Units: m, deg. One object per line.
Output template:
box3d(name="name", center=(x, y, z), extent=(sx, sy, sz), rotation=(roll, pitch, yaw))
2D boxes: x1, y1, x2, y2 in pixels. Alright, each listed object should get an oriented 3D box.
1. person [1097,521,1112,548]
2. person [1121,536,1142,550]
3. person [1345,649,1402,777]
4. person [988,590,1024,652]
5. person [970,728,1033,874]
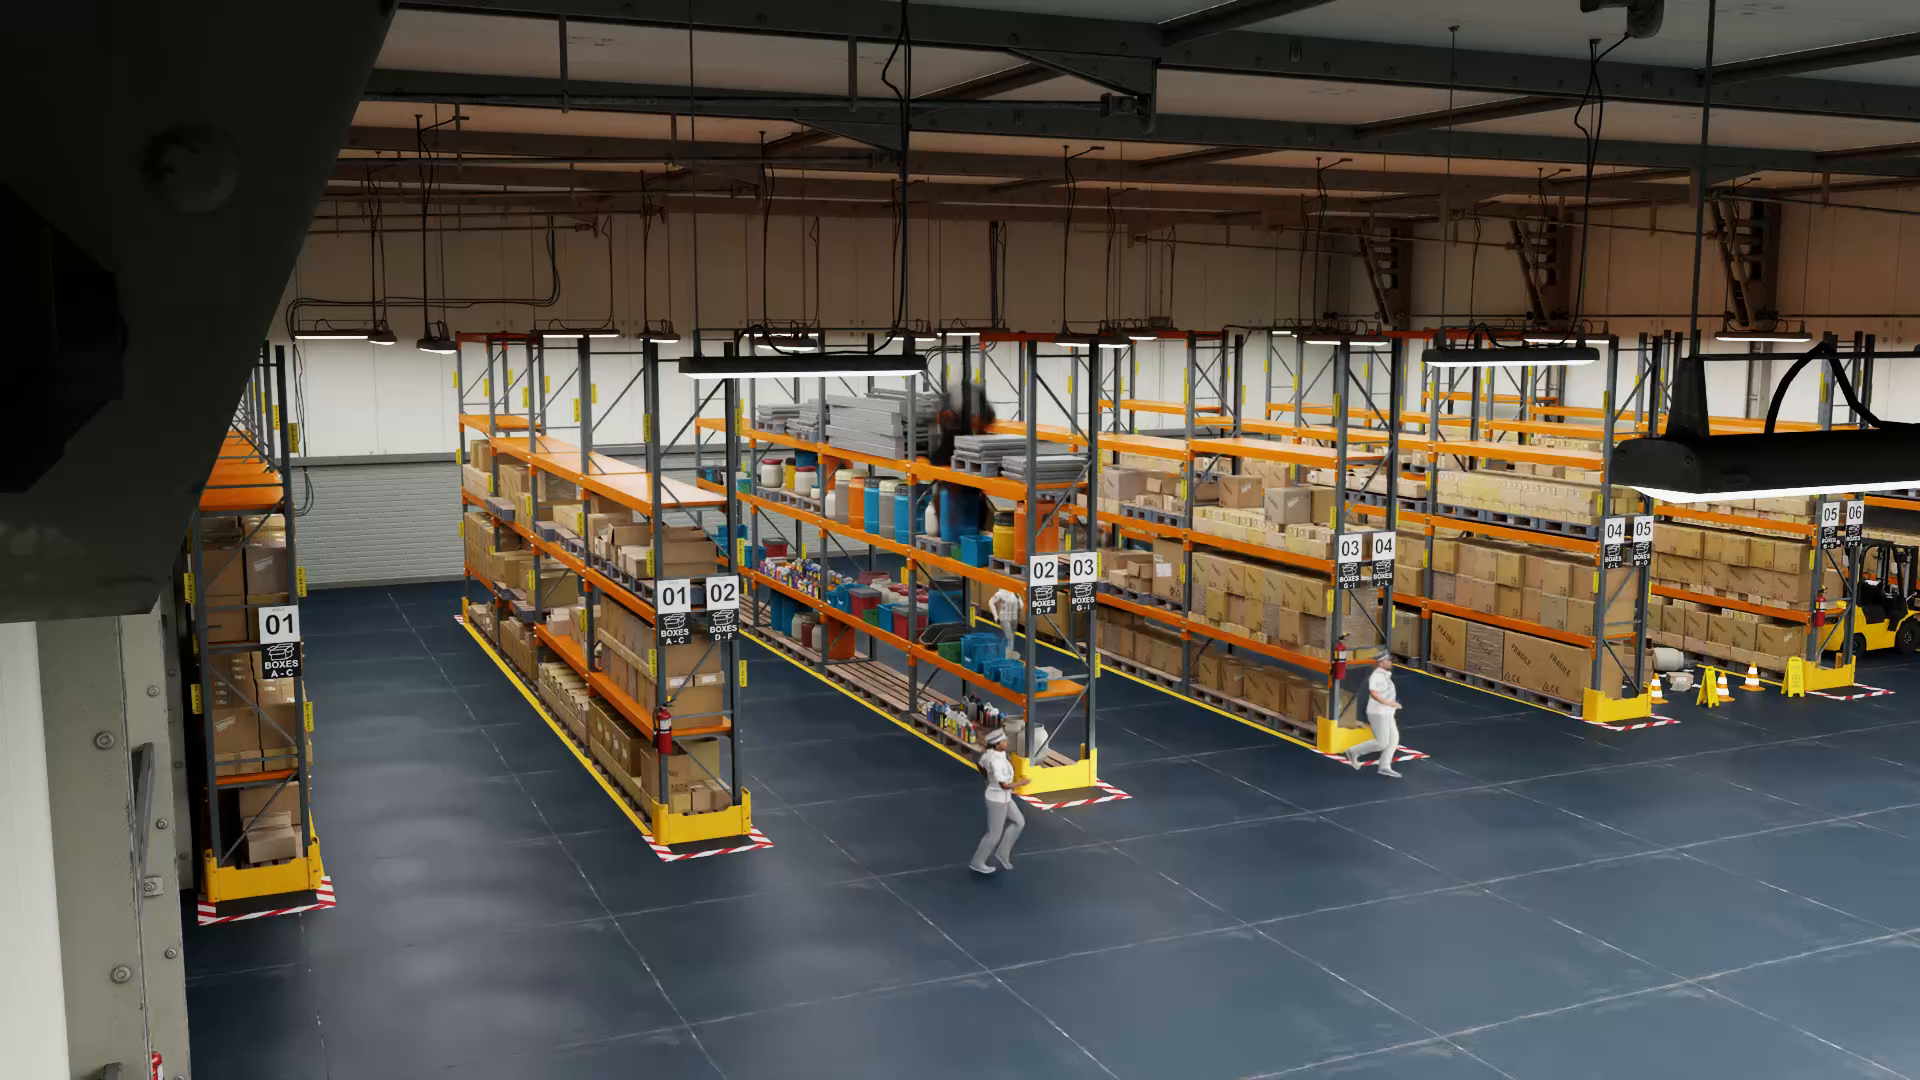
box3d(name="person", center=(3.142, 0.413, 37.656), extent=(0.694, 1.731, 0.693), rotation=(-3, 8, -19))
box3d(name="person", center=(4.284, -0.197, 42.184), extent=(0.867, 1.702, 0.704), rotation=(5, 9, 31))
box3d(name="person", center=(5.767, 2.379, 23.034), extent=(0.763, 1.767, 0.678), rotation=(3, 8, 21))
box3d(name="person", center=(0.860, 1.443, 29.943), extent=(0.612, 1.677, 0.919), rotation=(-5, 9, -32))
box3d(name="person", center=(0.470, 2.968, 18.873), extent=(0.709, 1.727, 0.574), rotation=(0, 8, 3))
